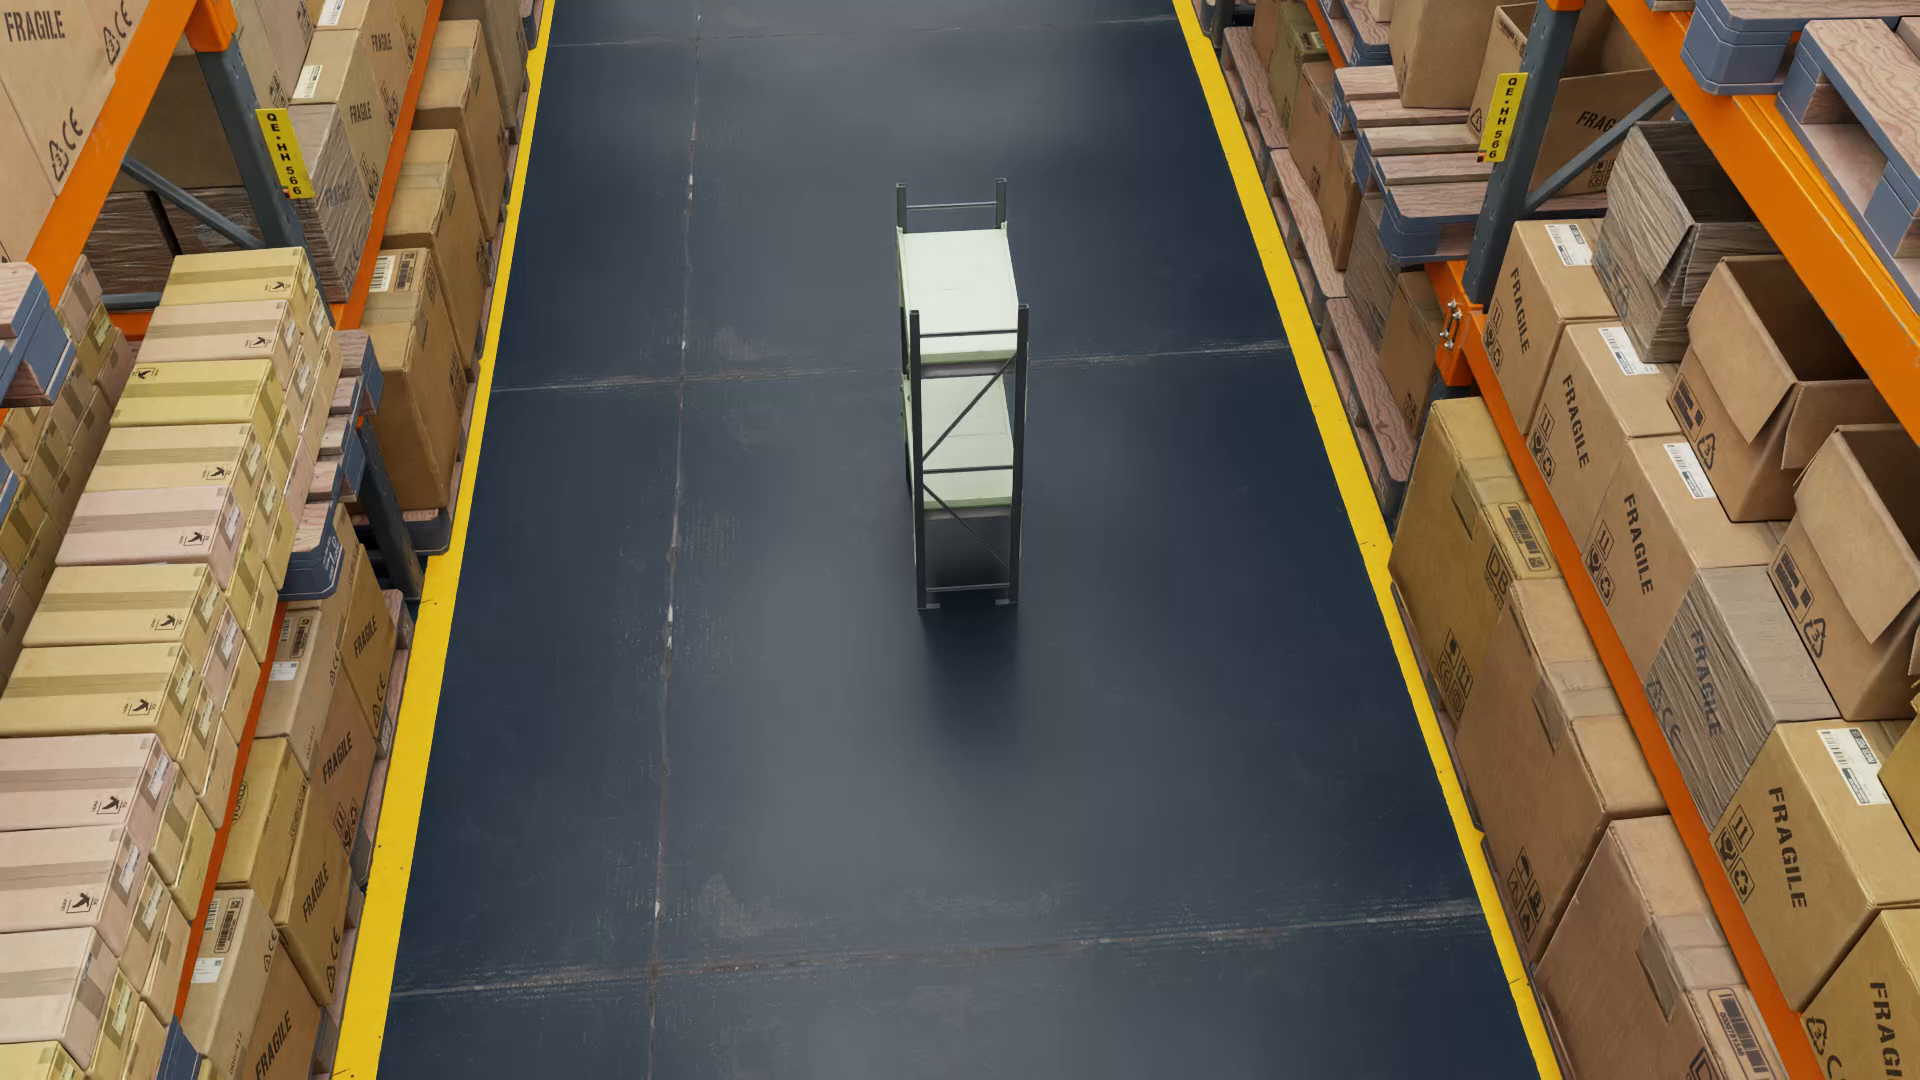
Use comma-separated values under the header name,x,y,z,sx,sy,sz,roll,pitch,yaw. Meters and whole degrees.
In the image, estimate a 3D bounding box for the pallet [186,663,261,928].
name,x,y,z,sx,sy,sz,roll,pitch,yaw
pallet,-2.454,0.695,4.294,1.003,0.211,1.213,-3,47,-3

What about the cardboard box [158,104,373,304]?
name,x,y,z,sx,sy,sz,roll,pitch,yaw
cardboard box,-2.429,-1.176,5.865,0.500,0.500,0.500,-3,47,-3

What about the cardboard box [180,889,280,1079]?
name,x,y,z,sx,sy,sz,roll,pitch,yaw
cardboard box,-2.210,1.246,4.556,0.500,0.250,0.500,-2,47,-2

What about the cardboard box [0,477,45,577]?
name,x,y,z,sx,sy,sz,roll,pitch,yaw
cardboard box,-2.749,-0.027,4.525,0.380,0.149,0.250,-3,47,-3

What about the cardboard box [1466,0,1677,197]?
name,x,y,z,sx,sy,sz,roll,pitch,yaw
cardboard box,2.205,-1.596,5.974,0.500,0.500,0.500,-9,47,-8

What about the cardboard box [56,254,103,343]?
name,x,y,z,sx,sy,sz,roll,pitch,yaw
cardboard box,-2.815,-0.714,4.970,0.380,0.149,0.250,-3,47,-3

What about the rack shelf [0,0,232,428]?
name,x,y,z,sx,sy,sz,roll,pitch,yaw
rack shelf,-2.493,-0.137,3.380,1.077,0.370,4.000,-3,47,-3

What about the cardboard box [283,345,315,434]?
name,x,y,z,sx,sy,sz,roll,pitch,yaw
cardboard box,-2.142,-0.438,4.914,0.380,0.149,0.250,-2,47,-2

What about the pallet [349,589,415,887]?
name,x,y,z,sx,sy,sz,roll,pitch,yaw
pallet,-2.597,0.724,6.055,1.003,0.211,1.213,-3,47,-3

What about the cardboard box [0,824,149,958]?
name,x,y,z,sx,sy,sz,roll,pitch,yaw
cardboard box,-1.989,0.765,3.570,0.380,0.149,0.250,-4,47,-4

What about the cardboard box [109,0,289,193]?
name,x,y,z,sx,sy,sz,roll,pitch,yaw
cardboard box,-2.688,-1.504,5.487,0.700,0.500,0.500,-4,47,-4

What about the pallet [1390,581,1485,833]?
name,x,y,z,sx,sy,sz,roll,pitch,yaw
pallet,2.281,0.505,6.263,1.003,0.211,1.213,-3,47,-3

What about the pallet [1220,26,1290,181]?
name,x,y,z,sx,sy,sz,roll,pitch,yaw
pallet,2.022,-2.401,9.015,1.003,0.211,1.213,-3,47,-3

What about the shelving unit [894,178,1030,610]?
name,x,y,z,sx,sy,sz,roll,pitch,yaw
shelving unit,-0.001,-0.521,6.347,0.431,1.500,0.755,-3,47,-3

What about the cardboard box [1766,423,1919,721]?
name,x,y,z,sx,sy,sz,roll,pitch,yaw
cardboard box,2.450,0.079,3.986,0.797,0.503,0.637,-2,47,-2

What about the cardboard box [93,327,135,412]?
name,x,y,z,sx,sy,sz,roll,pitch,yaw
cardboard box,-2.824,-0.522,5.199,0.380,0.149,0.250,-4,47,-4

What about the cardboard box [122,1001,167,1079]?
name,x,y,z,sx,sy,sz,roll,pitch,yaw
cardboard box,-1.967,1.160,3.606,0.380,0.149,0.250,-3,47,-3

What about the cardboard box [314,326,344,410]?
name,x,y,z,sx,sy,sz,roll,pitch,yaw
cardboard box,-2.161,-0.529,5.206,0.380,0.149,0.250,-3,47,-3

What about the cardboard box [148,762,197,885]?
name,x,y,z,sx,sy,sz,roll,pitch,yaw
cardboard box,-2.015,0.672,3.863,0.380,0.149,0.250,-4,47,-4

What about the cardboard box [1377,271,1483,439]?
name,x,y,z,sx,sy,sz,roll,pitch,yaw
cardboard box,2.214,-0.804,7.001,0.700,0.500,0.500,-6,47,-5

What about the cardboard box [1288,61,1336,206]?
name,x,y,z,sx,sy,sz,roll,pitch,yaw
cardboard box,2.054,-2.018,8.150,0.700,0.500,0.500,-7,47,-7

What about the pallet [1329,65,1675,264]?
name,x,y,z,sx,sy,sz,roll,pitch,yaw
pallet,2.124,-1.472,6.347,1.213,0.211,1.003,-3,47,-3

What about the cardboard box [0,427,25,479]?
name,x,y,z,sx,sy,sz,roll,pitch,yaw
cardboard box,-2.752,-0.153,4.440,0.380,0.149,0.250,-5,47,-5

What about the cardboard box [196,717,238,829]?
name,x,y,z,sx,sy,sz,roll,pitch,yaw
cardboard box,-2.033,0.596,4.140,0.380,0.149,0.250,-5,47,-5

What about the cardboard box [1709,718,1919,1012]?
name,x,y,z,sx,sy,sz,roll,pitch,yaw
cardboard box,2.229,0.773,4.019,0.500,0.500,0.500,-4,47,-4

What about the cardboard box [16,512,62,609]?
name,x,y,z,sx,sy,sz,roll,pitch,yaw
cardboard box,-2.755,0.062,4.645,0.380,0.149,0.250,-2,47,-1

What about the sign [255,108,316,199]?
name,x,y,z,sx,sy,sz,roll,pitch,yaw
sign,-2.121,-1.211,5.225,0.100,0.325,0.005,-3,47,-3

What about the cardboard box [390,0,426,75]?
name,x,y,z,sx,sy,sz,roll,pitch,yaw
cardboard box,-2.556,-2.269,6.901,0.500,0.500,0.500,-4,47,-4

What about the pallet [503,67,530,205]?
name,x,y,z,sx,sy,sz,roll,pitch,yaw
pallet,-2.856,-2.182,8.807,1.003,0.211,1.213,-3,47,-3

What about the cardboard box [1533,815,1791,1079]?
name,x,y,z,sx,sy,sz,roll,pitch,yaw
cardboard box,2.476,1.343,4.722,1.225,0.875,0.875,-5,47,-5

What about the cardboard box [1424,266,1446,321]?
name,x,y,z,sx,sy,sz,roll,pitch,yaw
cardboard box,2.204,-1.061,6.728,0.500,0.250,0.500,-2,47,-2

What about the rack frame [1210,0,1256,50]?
name,x,y,z,sx,sy,sz,roll,pitch,yaw
rack frame,1.955,-3.923,8.536,1.000,3.000,0.127,-3,47,-3

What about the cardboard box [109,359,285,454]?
name,x,y,z,sx,sy,sz,roll,pitch,yaw
cardboard box,-2.122,-0.365,4.640,0.380,0.149,0.250,-2,47,-2

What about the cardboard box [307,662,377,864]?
name,x,y,z,sx,sy,sz,roll,pitch,yaw
cardboard box,-2.305,0.751,5.542,0.500,0.500,0.500,-2,47,-2

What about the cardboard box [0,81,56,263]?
name,x,y,z,sx,sy,sz,roll,pitch,yaw
cardboard box,-2.267,-0.745,3.392,0.500,0.500,0.500,-3,47,-3

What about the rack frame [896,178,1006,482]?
name,x,y,z,sx,sy,sz,roll,pitch,yaw
rack frame,-0.031,-0.785,6.597,0.400,1.500,0.023,-3,47,-3

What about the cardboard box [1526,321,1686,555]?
name,x,y,z,sx,sy,sz,roll,pitch,yaw
cardboard box,2.105,-0.322,5.056,0.500,0.500,0.500,-5,47,-4

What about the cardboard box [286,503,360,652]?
name,x,y,z,sx,sy,sz,roll,pitch,yaw
cardboard box,-2.342,0.136,5.608,0.500,0.250,0.500,-4,47,-4

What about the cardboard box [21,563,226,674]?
name,x,y,z,sx,sy,sz,roll,pitch,yaw
cardboard box,-2.057,0.200,4.106,0.380,0.149,0.250,-1,47,-1

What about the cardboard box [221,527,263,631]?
name,x,y,z,sx,sy,sz,roll,pitch,yaw
cardboard box,-2.078,0.114,4.392,0.380,0.149,0.250,-4,47,-4

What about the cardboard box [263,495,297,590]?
name,x,y,z,sx,sy,sz,roll,pitch,yaw
cardboard box,-2.103,0.017,4.688,0.380,0.149,0.250,-4,47,-4

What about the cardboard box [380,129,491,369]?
name,x,y,z,sx,sy,sz,roll,pitch,yaw
cardboard box,-2.699,-1.249,7.264,1.050,0.750,0.750,-3,47,-3

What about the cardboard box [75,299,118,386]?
name,x,y,z,sx,sy,sz,roll,pitch,yaw
cardboard box,-2.820,-0.599,5.067,0.380,0.149,0.250,-2,47,-2

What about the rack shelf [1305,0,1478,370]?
name,x,y,z,sx,sy,sz,roll,pitch,yaw
rack shelf,2.123,-2.228,7.426,1.077,0.370,4.000,-3,47,-3
